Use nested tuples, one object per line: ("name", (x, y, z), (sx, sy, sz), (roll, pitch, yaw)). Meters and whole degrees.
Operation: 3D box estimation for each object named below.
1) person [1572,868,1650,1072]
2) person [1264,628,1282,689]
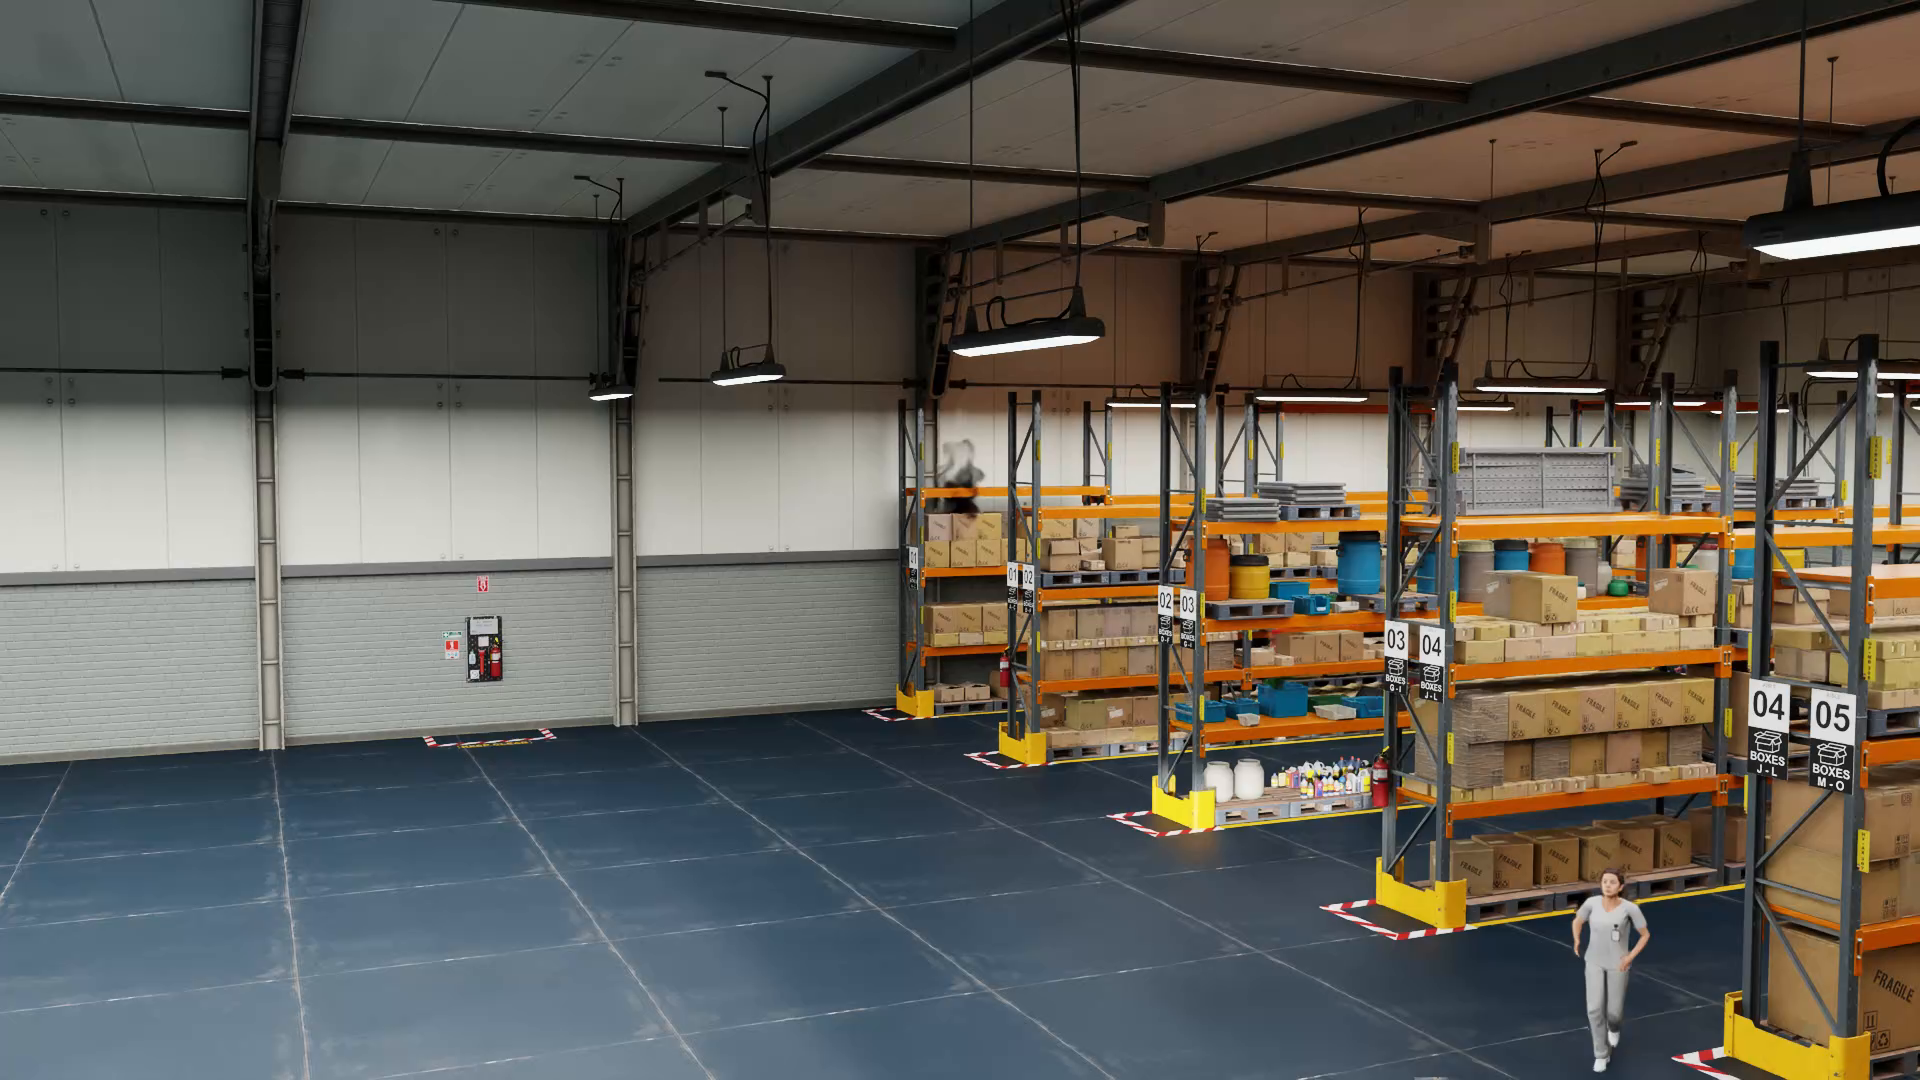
("person", (5.412, 3.547, 13.878), (0.613, 1.655, 0.632), (2, 4, 36))
("person", (5.842, 2.485, 30.837), (0.586, 1.741, 0.636), (-1, 4, -20))
